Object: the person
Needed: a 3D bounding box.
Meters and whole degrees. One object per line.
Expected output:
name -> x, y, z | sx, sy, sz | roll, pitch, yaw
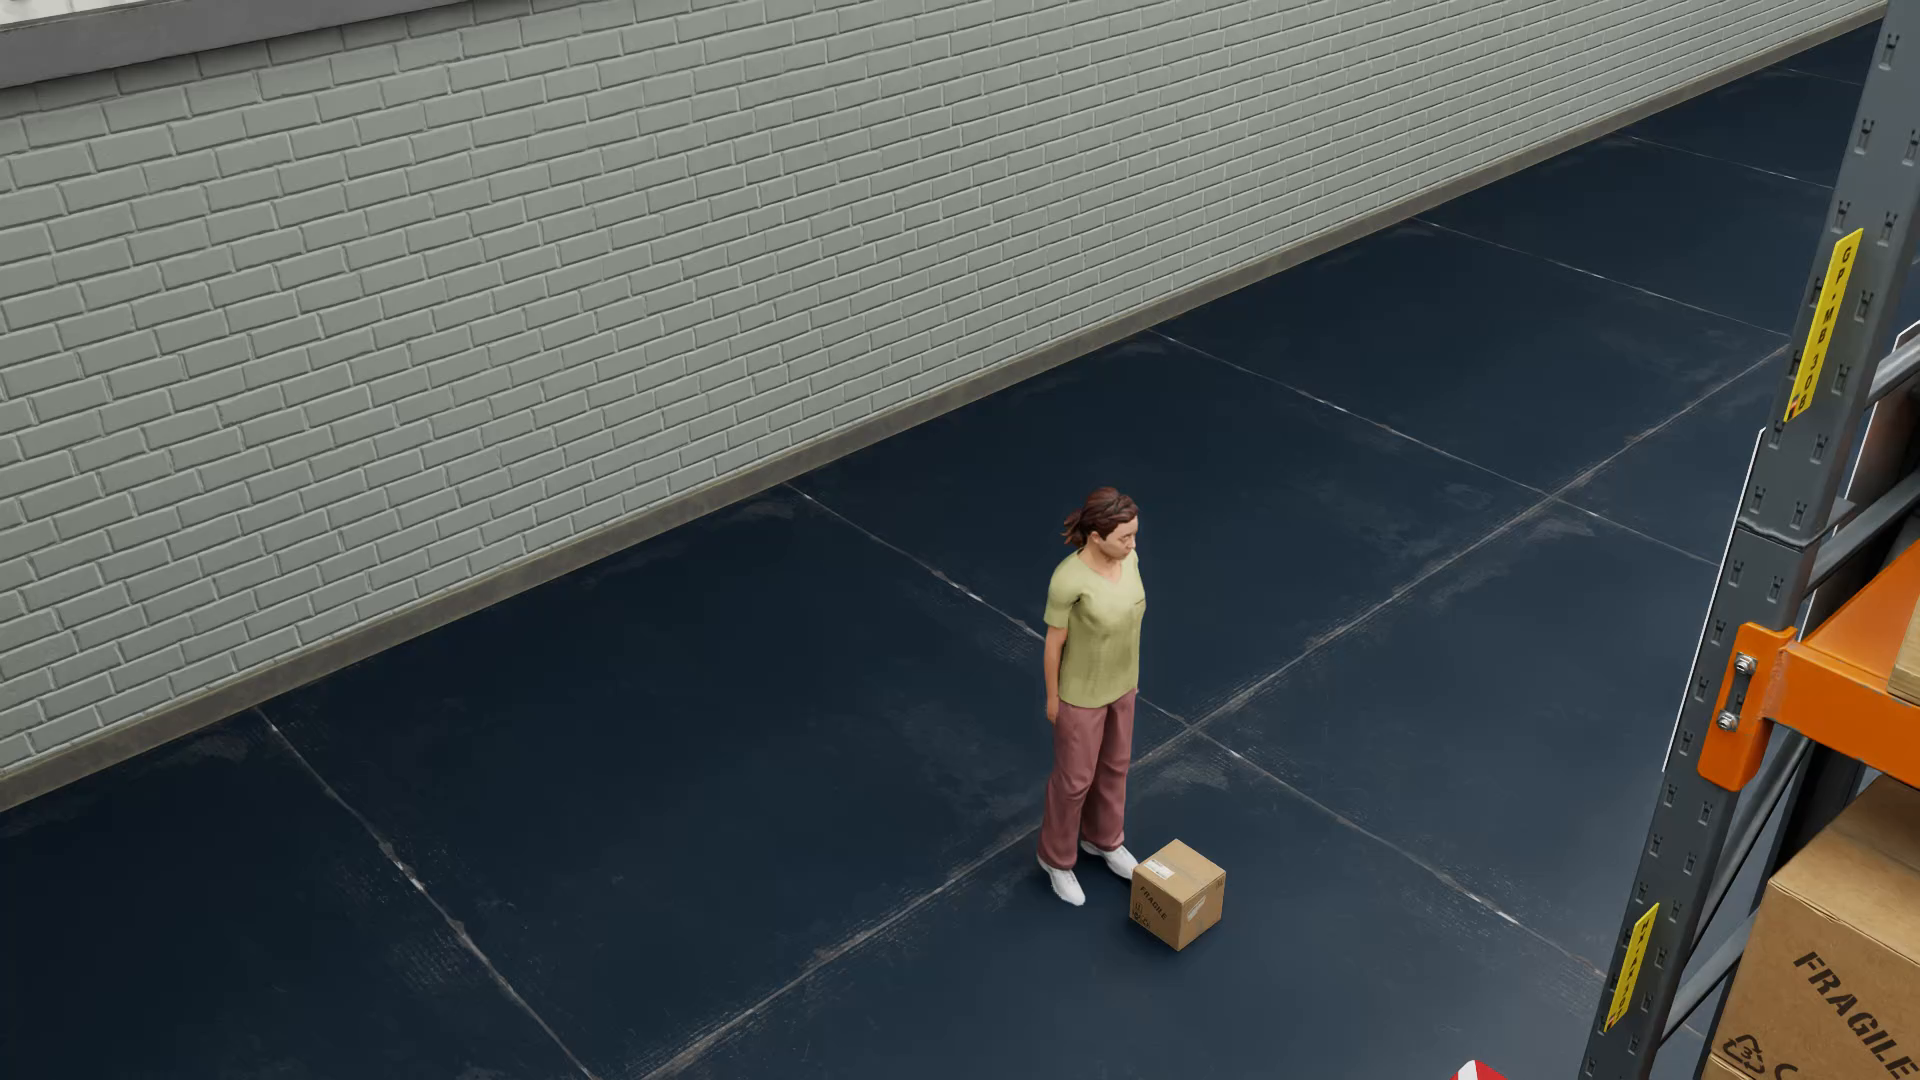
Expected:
person -> 0.522, 0.577, 6.219 | 0.478, 1.715, 0.433 | -26, 40, -35
